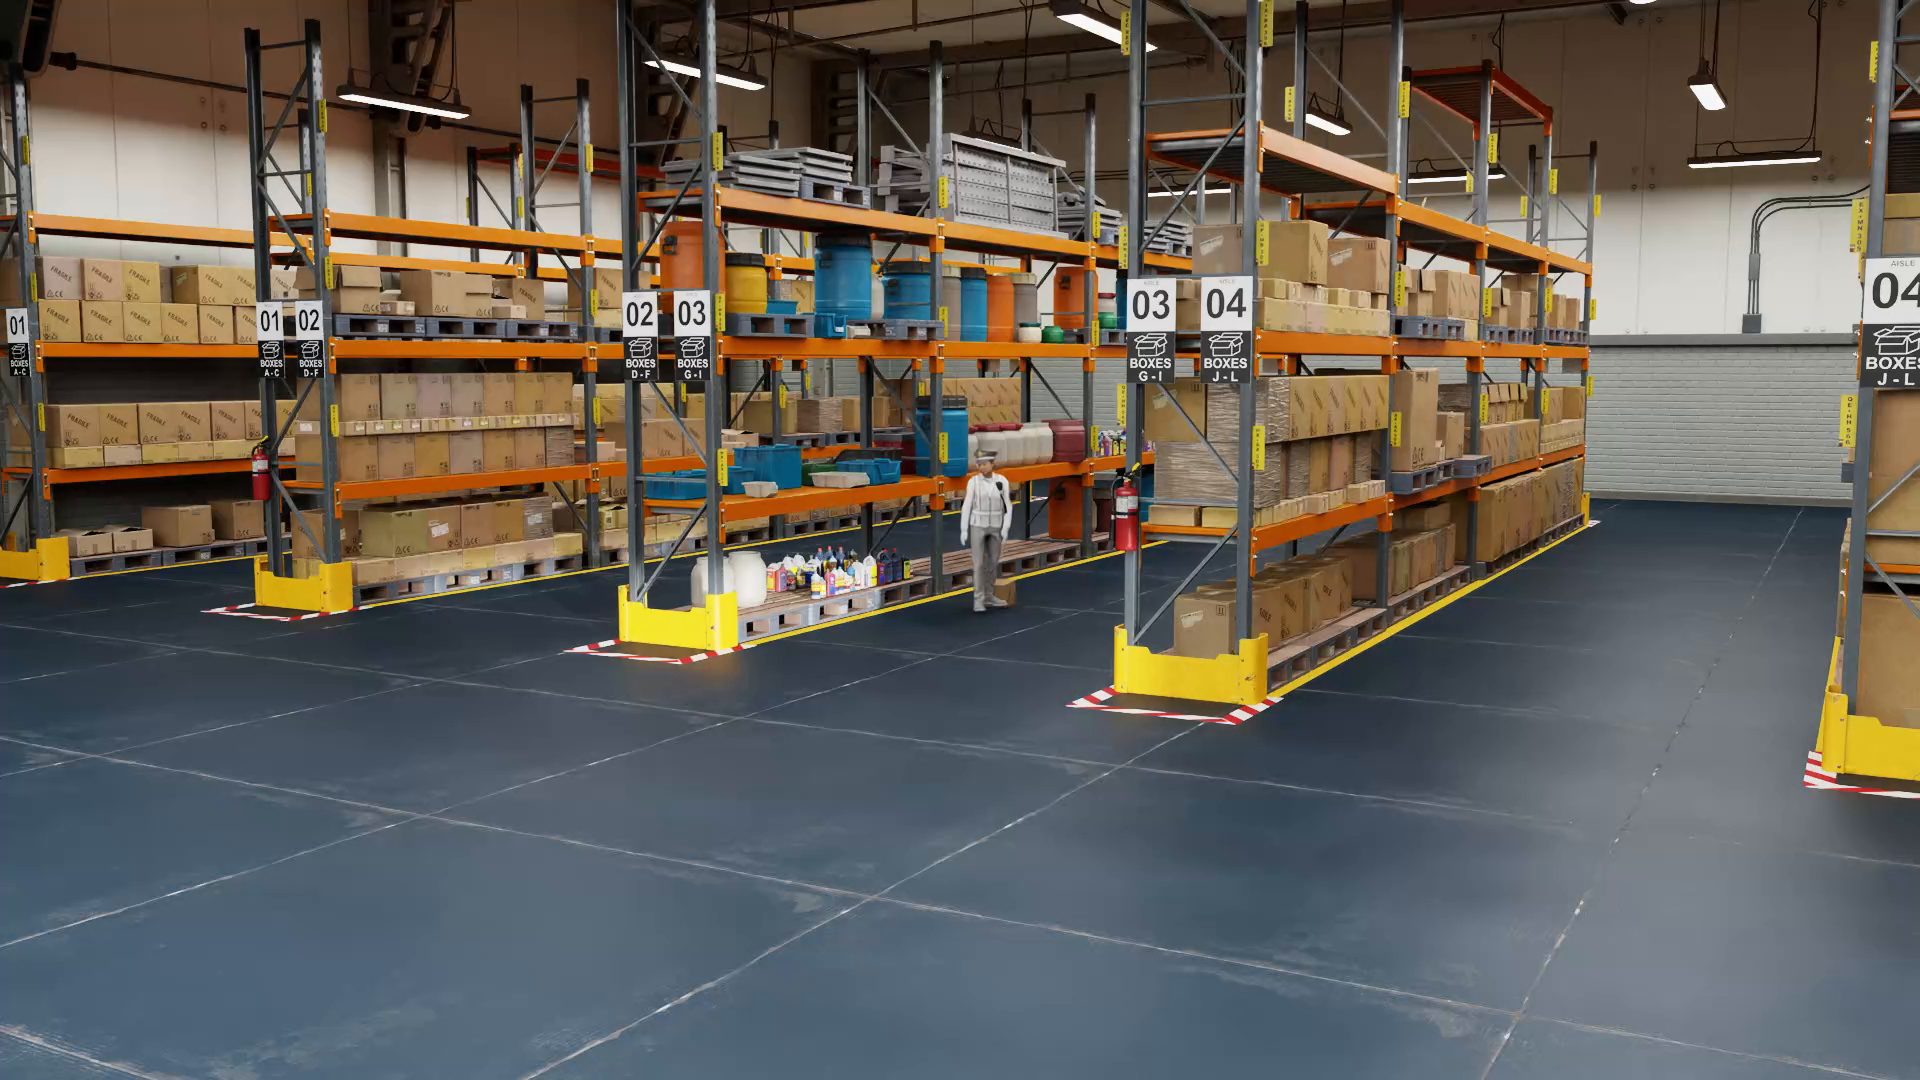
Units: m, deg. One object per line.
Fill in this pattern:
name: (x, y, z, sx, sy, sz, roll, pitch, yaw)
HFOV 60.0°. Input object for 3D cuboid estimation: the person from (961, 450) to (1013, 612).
person: (0.279, -0.107, 17.169, 0.530, 1.649, 0.639, -1, 6, -12)
